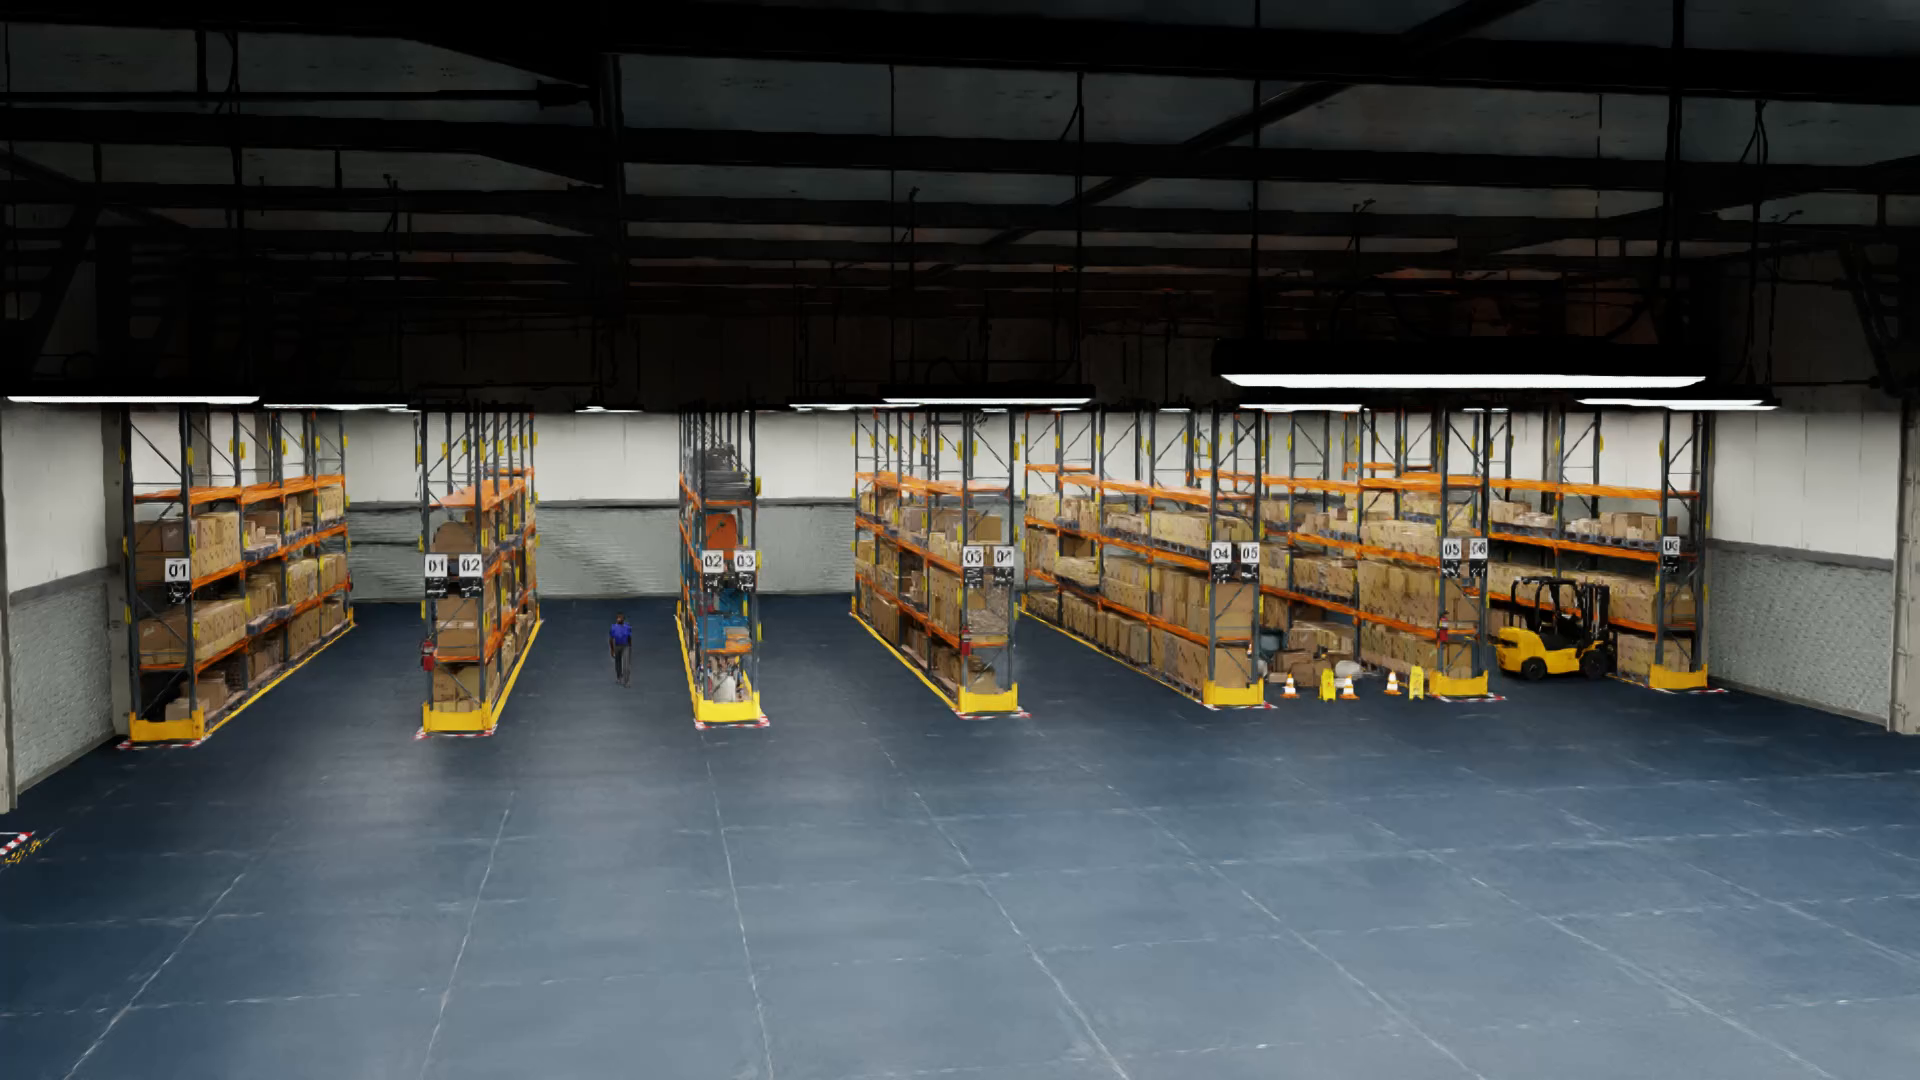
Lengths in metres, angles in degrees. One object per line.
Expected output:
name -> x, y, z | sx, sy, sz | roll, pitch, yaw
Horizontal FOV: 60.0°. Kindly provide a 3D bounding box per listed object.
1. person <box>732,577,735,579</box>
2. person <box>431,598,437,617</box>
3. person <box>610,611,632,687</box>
person -> -6.580, 1.241, 49.079 | 0.412, 1.533, 0.955 | -1, 5, -19
person -> -14.572, 1.369, 46.210 | 0.553, 1.709, 1.123 | -1, 4, -8
person -> -7.150, 2.276, 35.045 | 0.447, 1.574, 1.088 | -1, 4, -9
